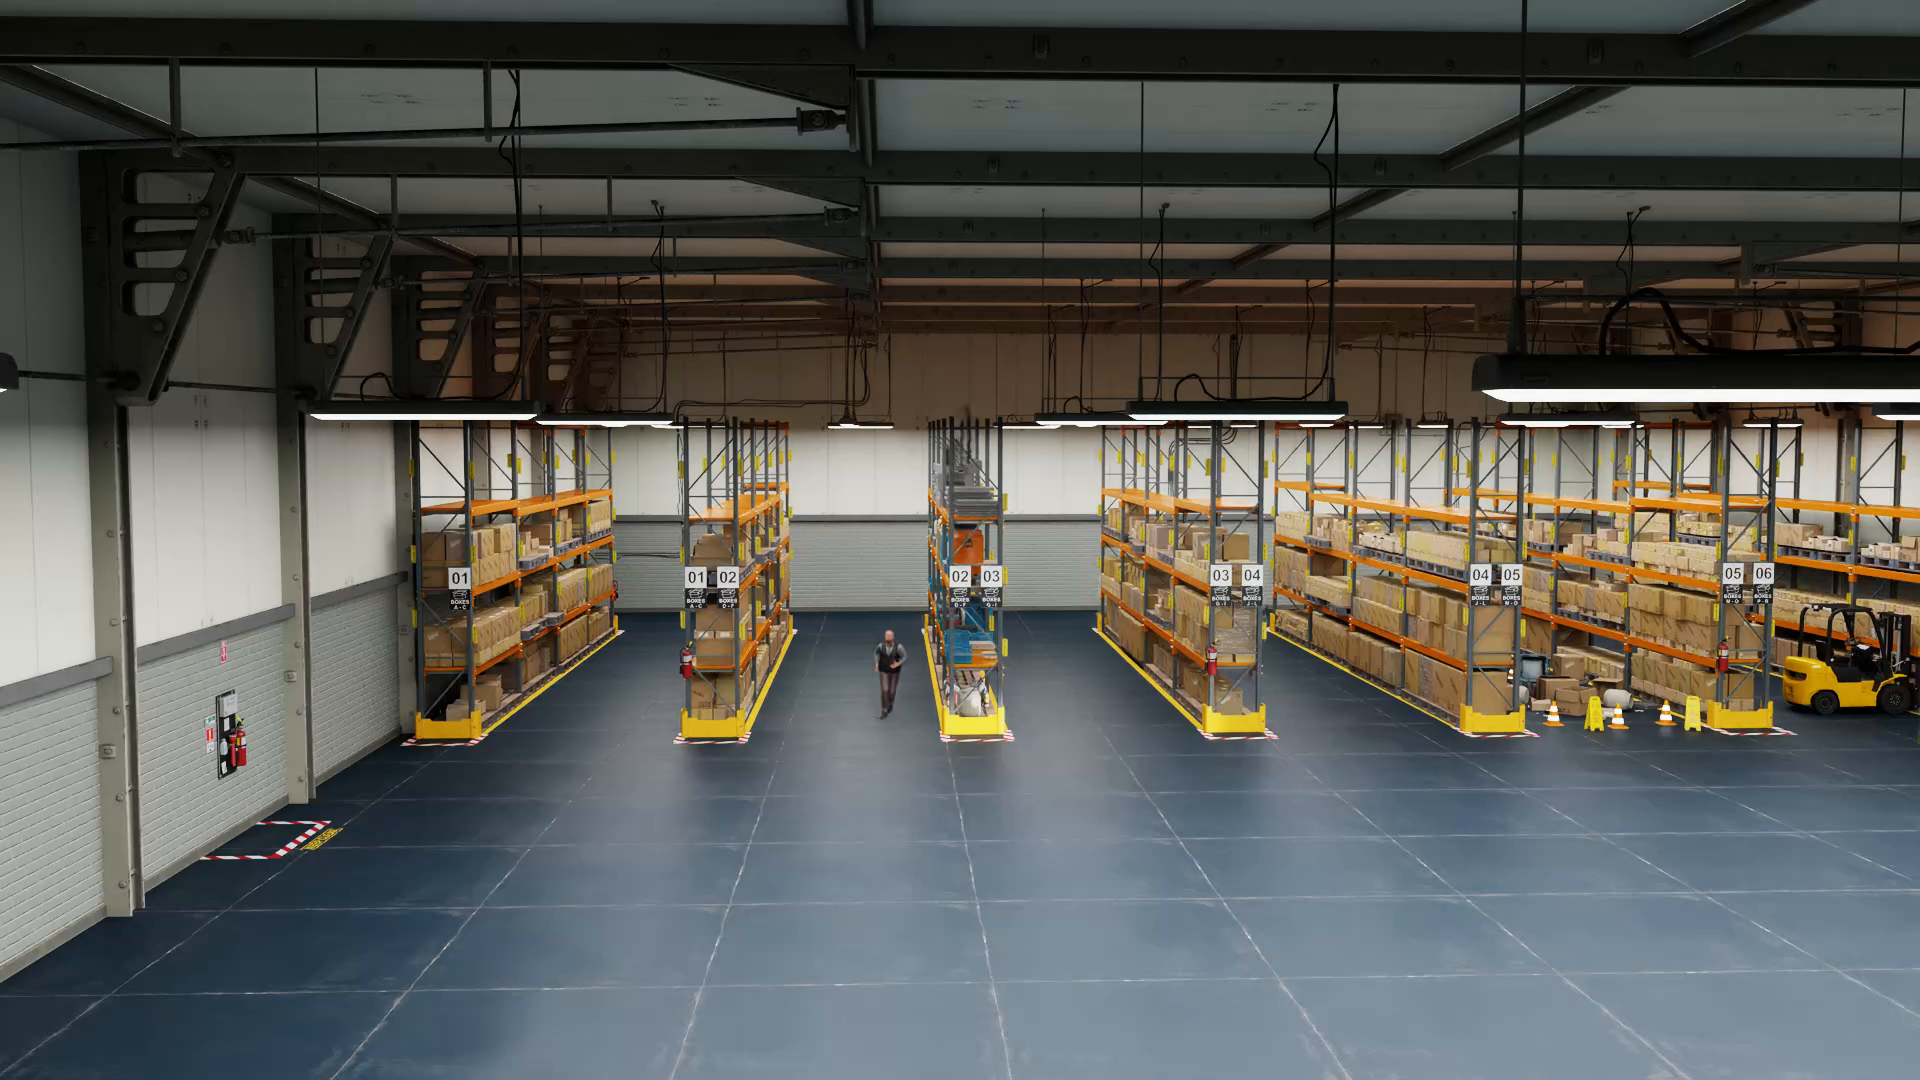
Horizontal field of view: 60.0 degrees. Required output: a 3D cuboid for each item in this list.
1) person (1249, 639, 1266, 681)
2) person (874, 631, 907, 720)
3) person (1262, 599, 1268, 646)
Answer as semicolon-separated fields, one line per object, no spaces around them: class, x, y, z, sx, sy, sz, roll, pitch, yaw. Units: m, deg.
person;6.763;2.431;38.262;0.588;1.623;0.632;0;4;-2
person;-1.389;2.685;33.379;0.670;1.750;0.855;0;4;-2
person;7.542;2.083;42.216;0.662;1.774;0.785;-1;4;-11
